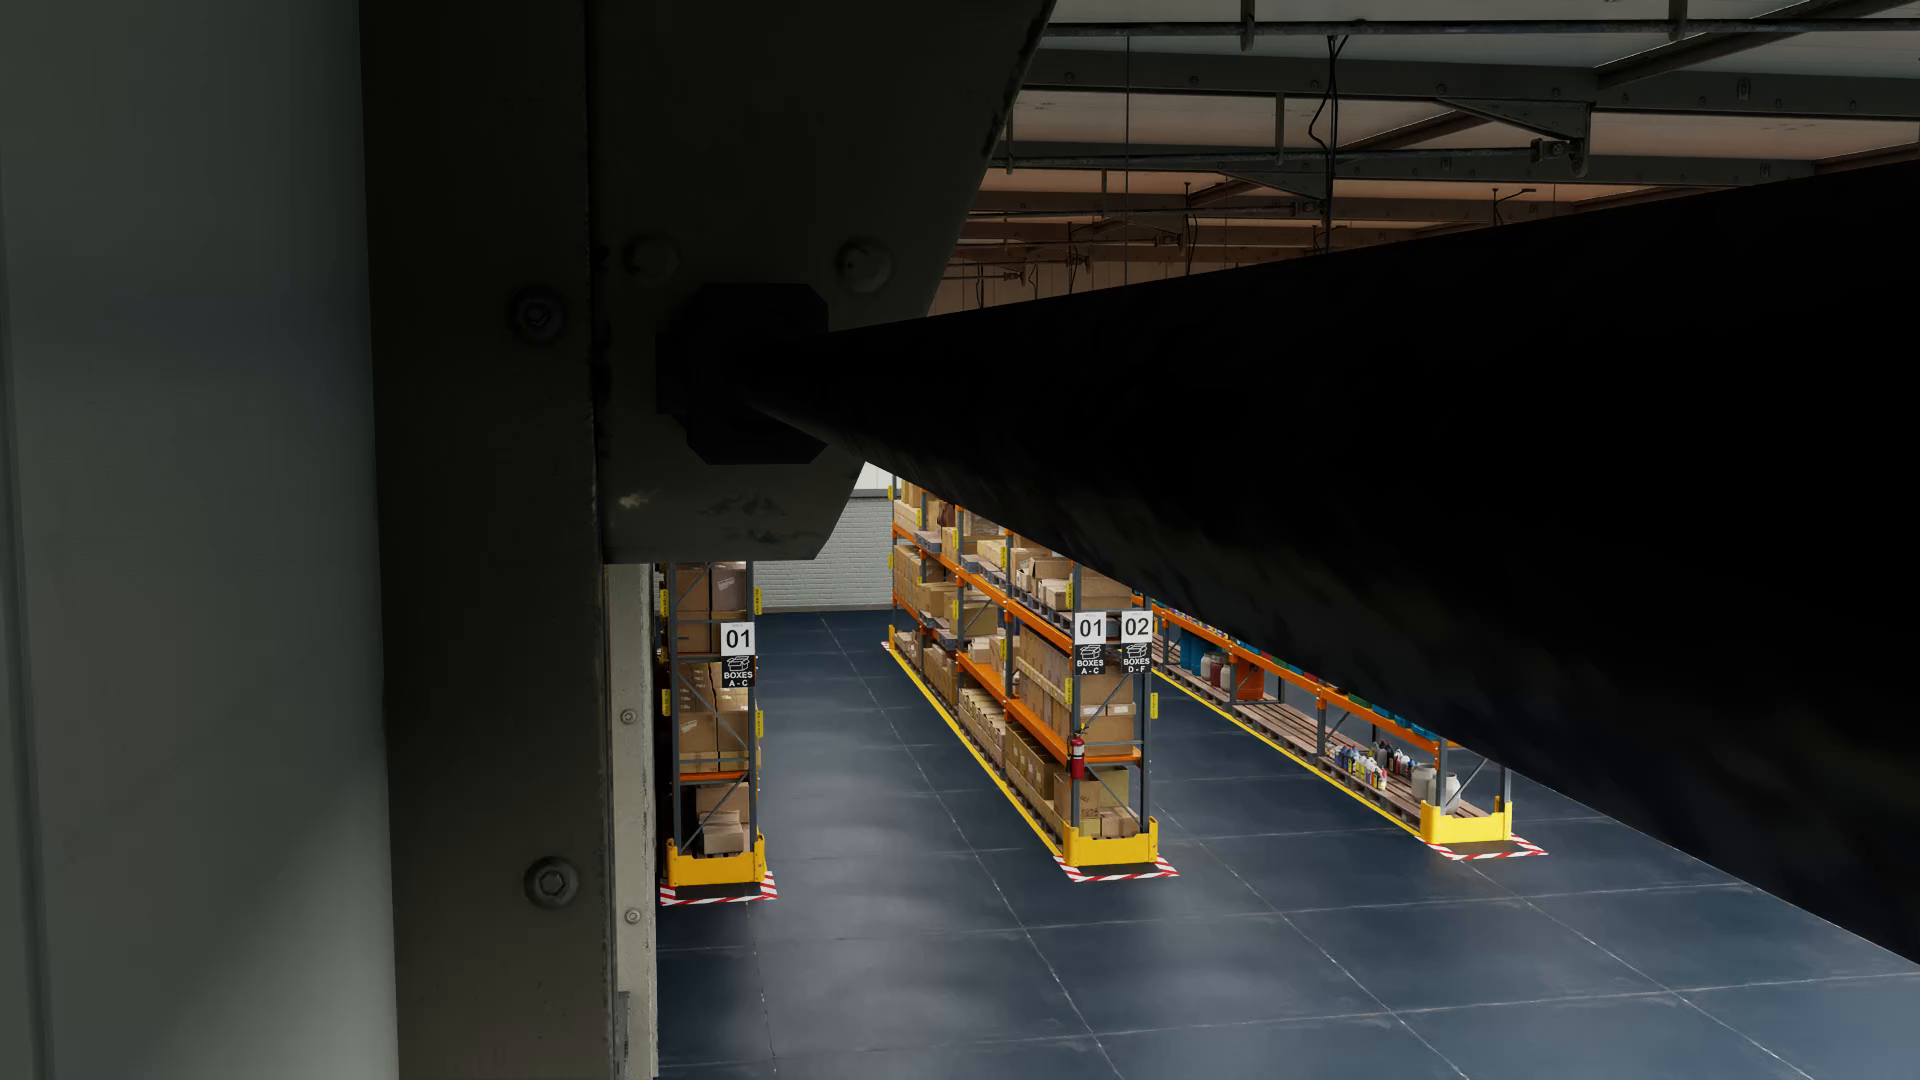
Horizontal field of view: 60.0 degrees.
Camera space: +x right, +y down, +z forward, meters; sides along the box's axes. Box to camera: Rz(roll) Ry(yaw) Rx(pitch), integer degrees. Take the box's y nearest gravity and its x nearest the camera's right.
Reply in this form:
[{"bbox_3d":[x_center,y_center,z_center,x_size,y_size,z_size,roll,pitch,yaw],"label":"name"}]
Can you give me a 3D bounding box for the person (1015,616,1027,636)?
[{"bbox_3d":[1.262,1.735,35.443,0.585,1.588,0.581,-3,7,-23],"label":"person"}]
